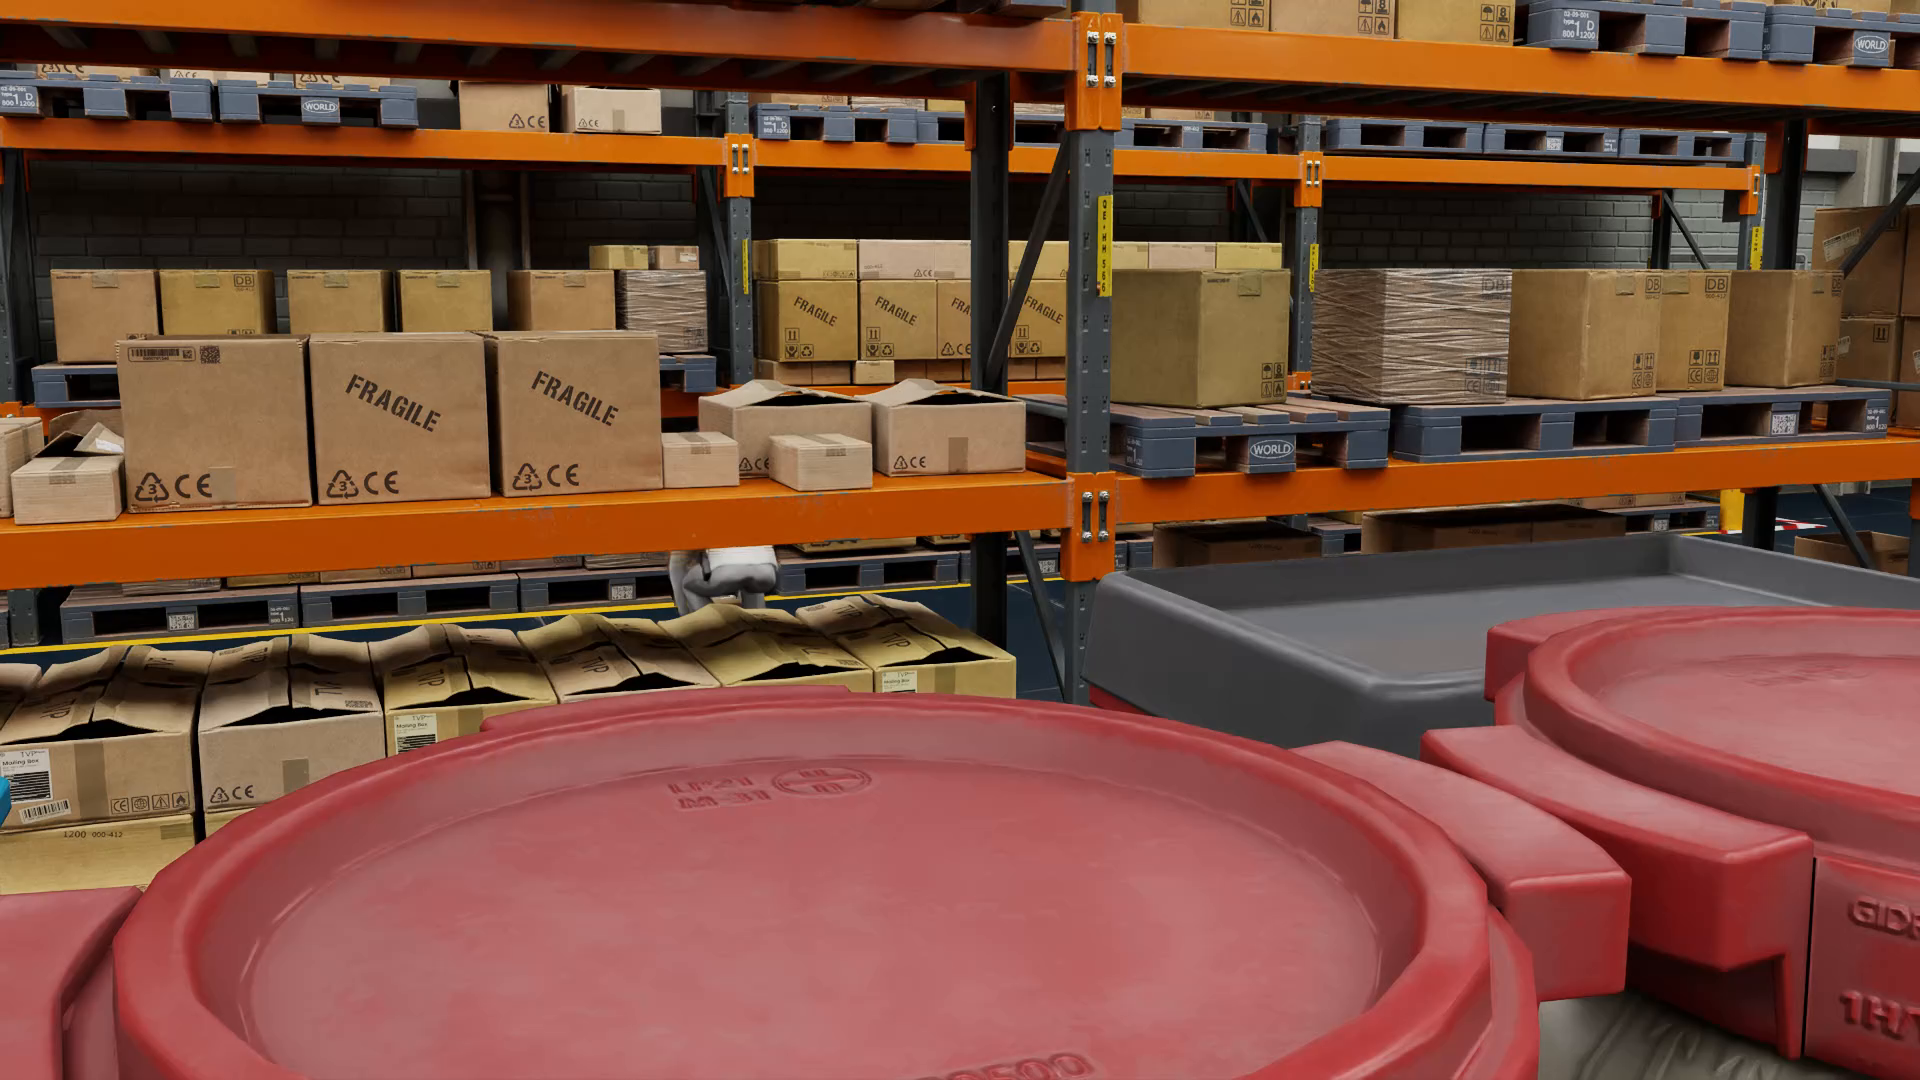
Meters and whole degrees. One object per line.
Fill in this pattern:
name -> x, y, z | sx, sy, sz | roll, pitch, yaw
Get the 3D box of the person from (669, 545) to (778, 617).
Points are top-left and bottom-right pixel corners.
person -> -1.246, 0.139, 8.677 | 0.489, 0.985, 0.843 | -4, 10, -21
